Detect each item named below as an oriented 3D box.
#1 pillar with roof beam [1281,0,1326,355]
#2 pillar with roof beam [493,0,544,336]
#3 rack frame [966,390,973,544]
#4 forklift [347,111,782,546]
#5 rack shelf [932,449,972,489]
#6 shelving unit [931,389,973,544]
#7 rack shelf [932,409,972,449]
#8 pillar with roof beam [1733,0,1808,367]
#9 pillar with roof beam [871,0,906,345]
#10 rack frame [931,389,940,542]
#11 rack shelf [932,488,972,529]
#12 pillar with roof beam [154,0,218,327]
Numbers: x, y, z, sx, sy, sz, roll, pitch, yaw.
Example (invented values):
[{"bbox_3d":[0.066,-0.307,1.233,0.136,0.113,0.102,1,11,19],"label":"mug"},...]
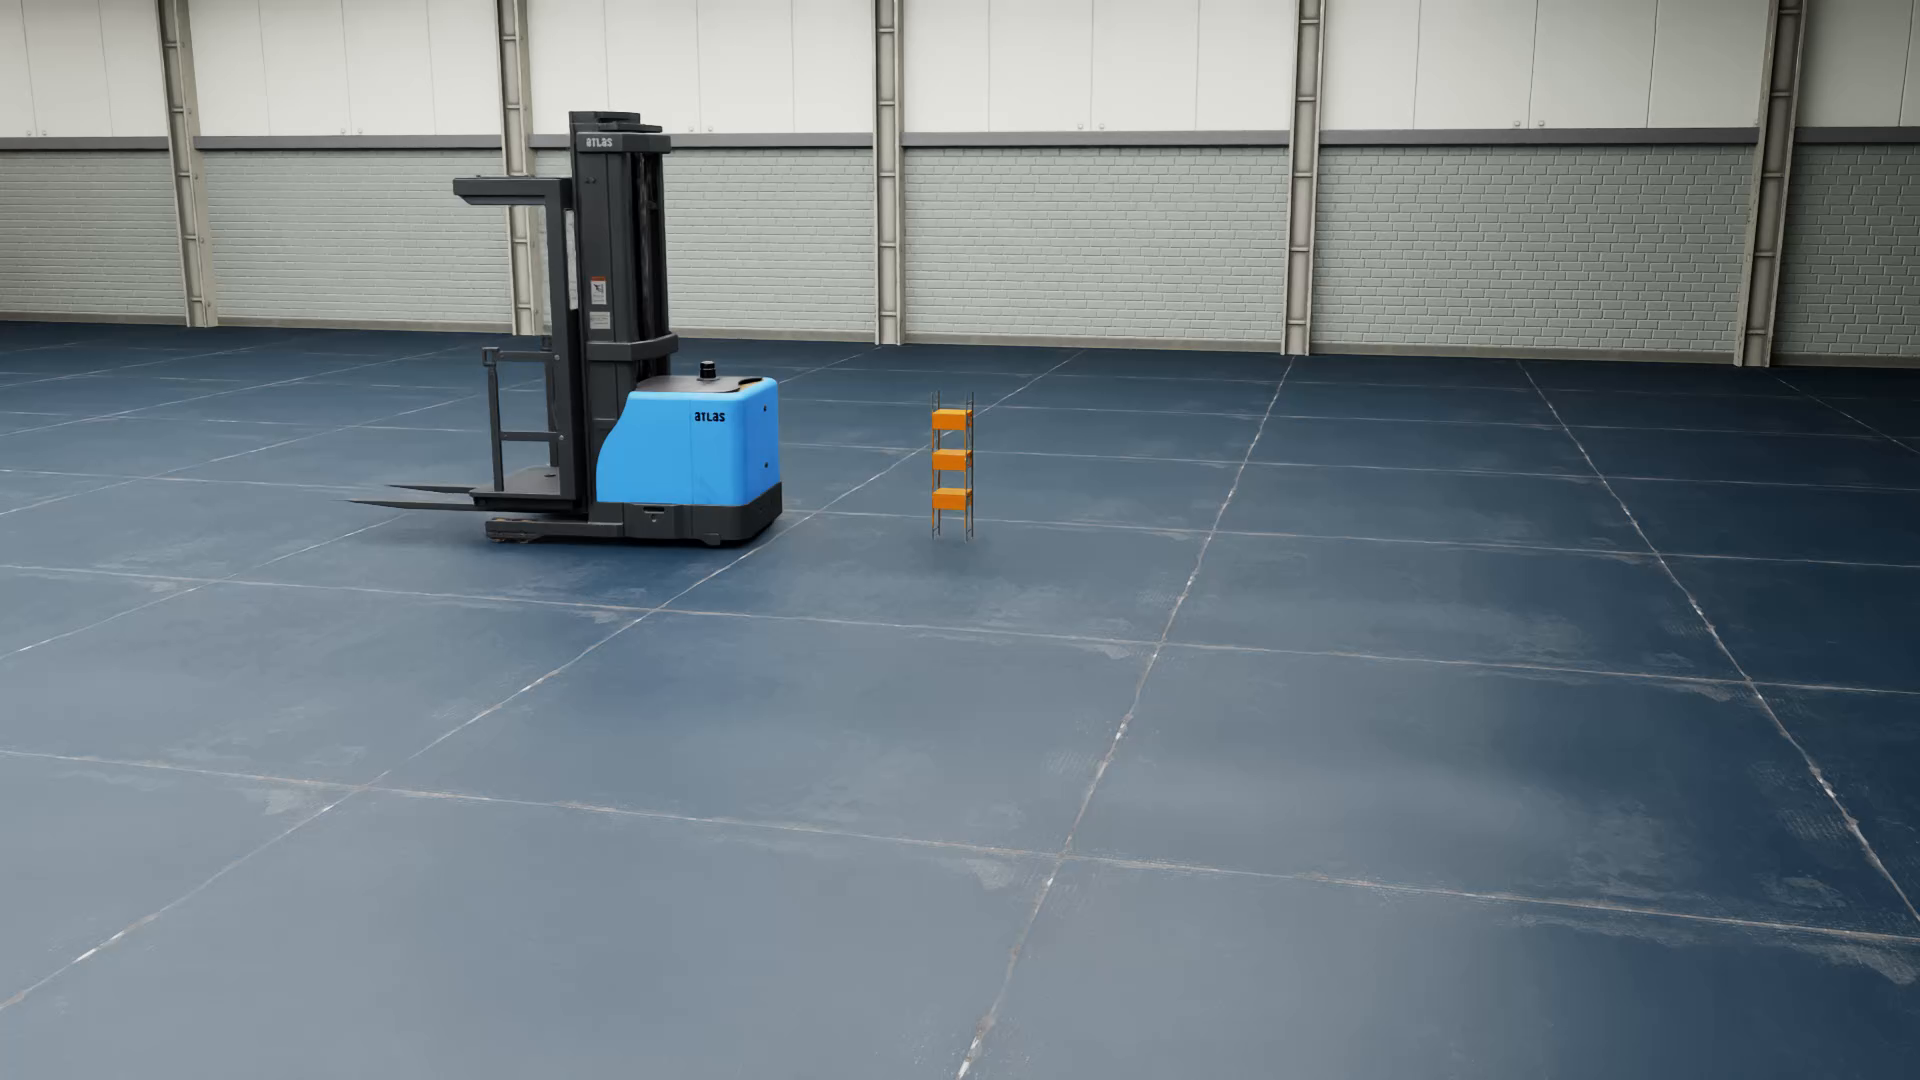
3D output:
[{"bbox_3d":[3.746,-6.140,18.633,0.400,9.000,9.100,3,13,14],"label":"pillar with roof beam"},{"bbox_3d":[-7.905,-6.763,21.440,0.400,9.000,9.100,3,13,14],"label":"pillar with roof beam"},{"bbox_3d":[0.067,-0.509,11.604,0.008,1.050,0.200,3,13,14],"label":"rack frame"},{"bbox_3d":[-2.877,-1.518,11.810,3.031,2.935,1.130,2,13,9],"label":"forklift"},{"bbox_3d":[-0.052,-0.505,11.635,0.240,0.259,0.215,3,13,14],"label":"rack shelf"},{"bbox_3d":[-0.052,-0.515,11.633,0.252,1.050,0.215,3,13,14],"label":"shelving unit"},{"bbox_3d":[-0.052,-0.782,11.573,0.240,0.259,0.215,3,13,14],"label":"rack shelf"},{"bbox_3d":[9.571,-5.829,17.230,0.400,9.000,9.100,3,13,14],"label":"pillar with roof beam"},{"bbox_3d":[-2.079,-6.451,20.036,0.400,9.000,9.100,3,13,14],"label":"pillar with roof beam"},{"bbox_3d":[-0.170,-0.522,11.661,0.008,1.050,0.200,3,13,14],"label":"rack frame"},{"bbox_3d":[-0.052,-0.234,11.695,0.240,0.259,0.215,3,13,14],"label":"rack shelf"},{"bbox_3d":[-13.730,-7.074,22.843,0.400,9.000,9.100,3,13,14],"label":"pillar with roof beam"}]
